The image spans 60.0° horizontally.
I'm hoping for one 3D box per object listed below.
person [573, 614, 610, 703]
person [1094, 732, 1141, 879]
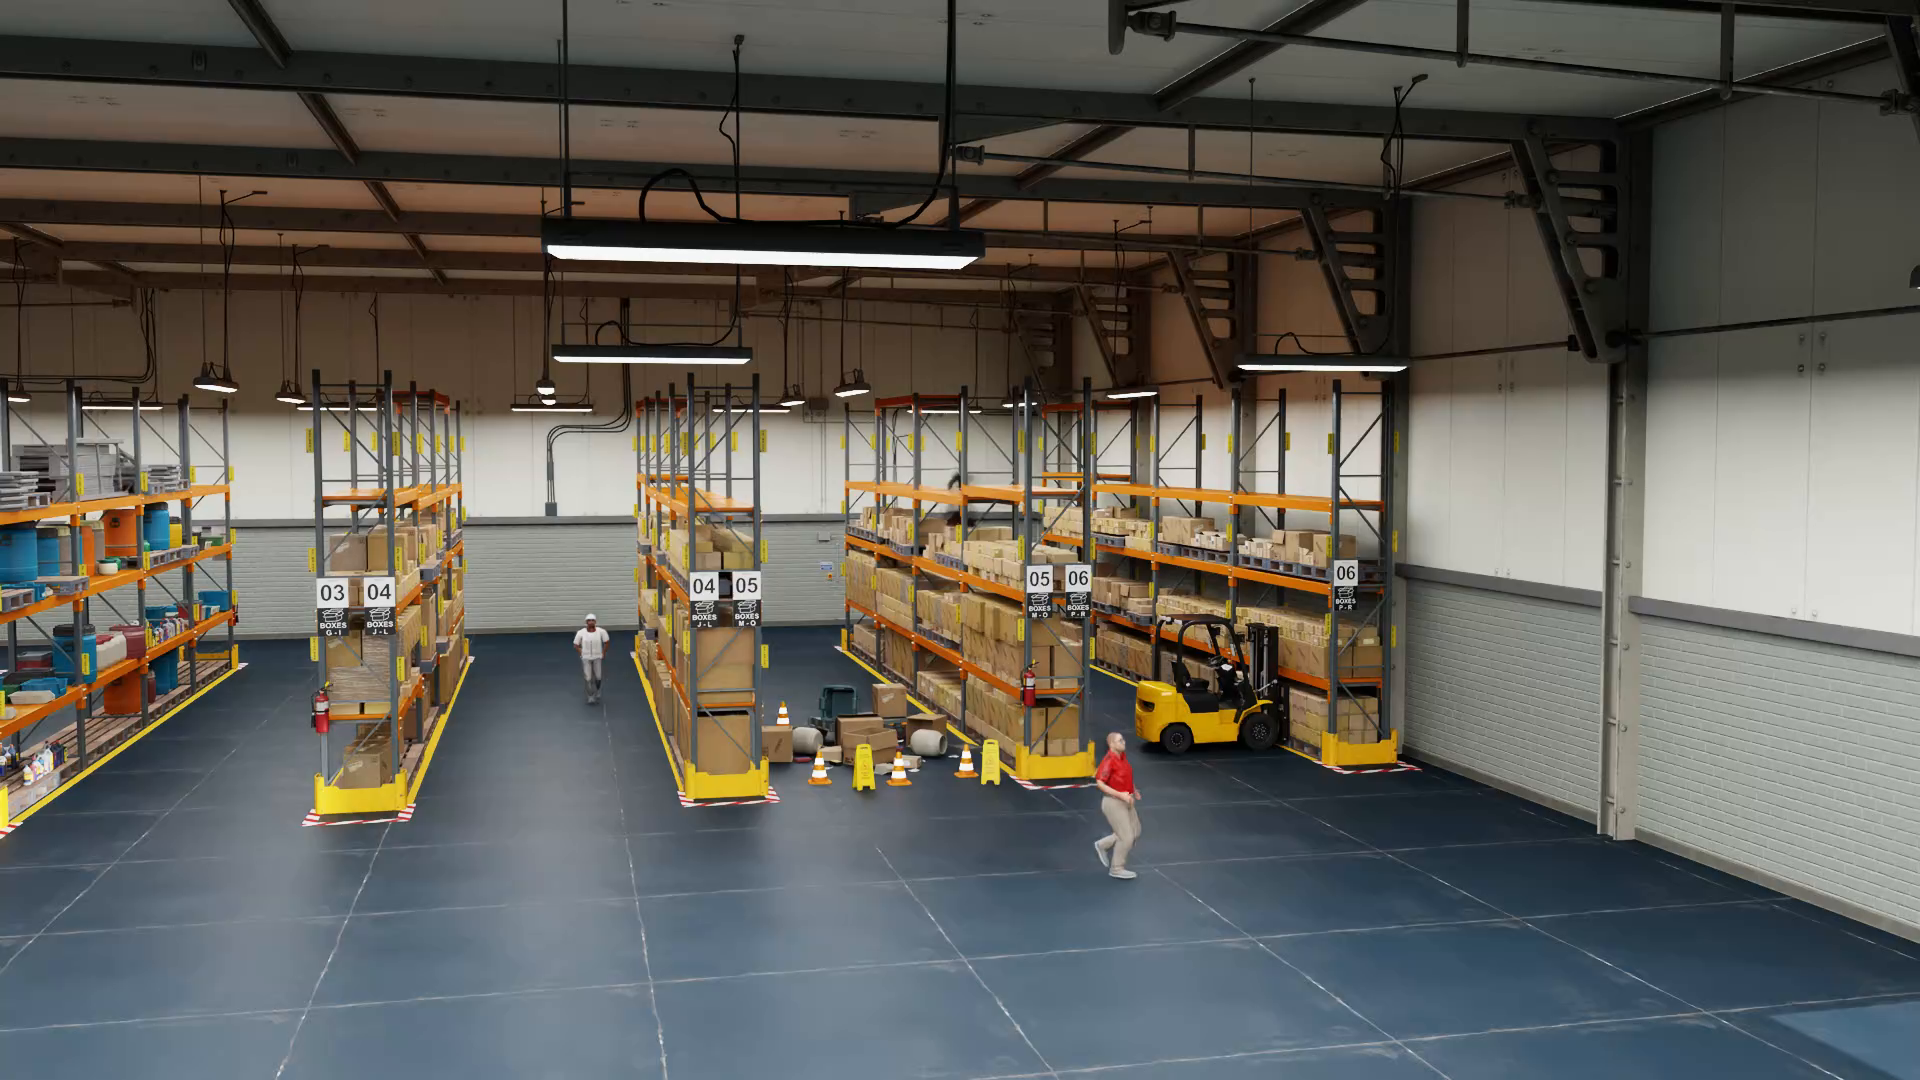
[{"bbox_3d":[-7.102,2.286,32.079,0.692,1.718,0.591,-1,3,-12],"label":"person"},{"bbox_3d":[1.803,3.052,19.206,0.628,1.673,0.661,2,4,28],"label":"person"}]
